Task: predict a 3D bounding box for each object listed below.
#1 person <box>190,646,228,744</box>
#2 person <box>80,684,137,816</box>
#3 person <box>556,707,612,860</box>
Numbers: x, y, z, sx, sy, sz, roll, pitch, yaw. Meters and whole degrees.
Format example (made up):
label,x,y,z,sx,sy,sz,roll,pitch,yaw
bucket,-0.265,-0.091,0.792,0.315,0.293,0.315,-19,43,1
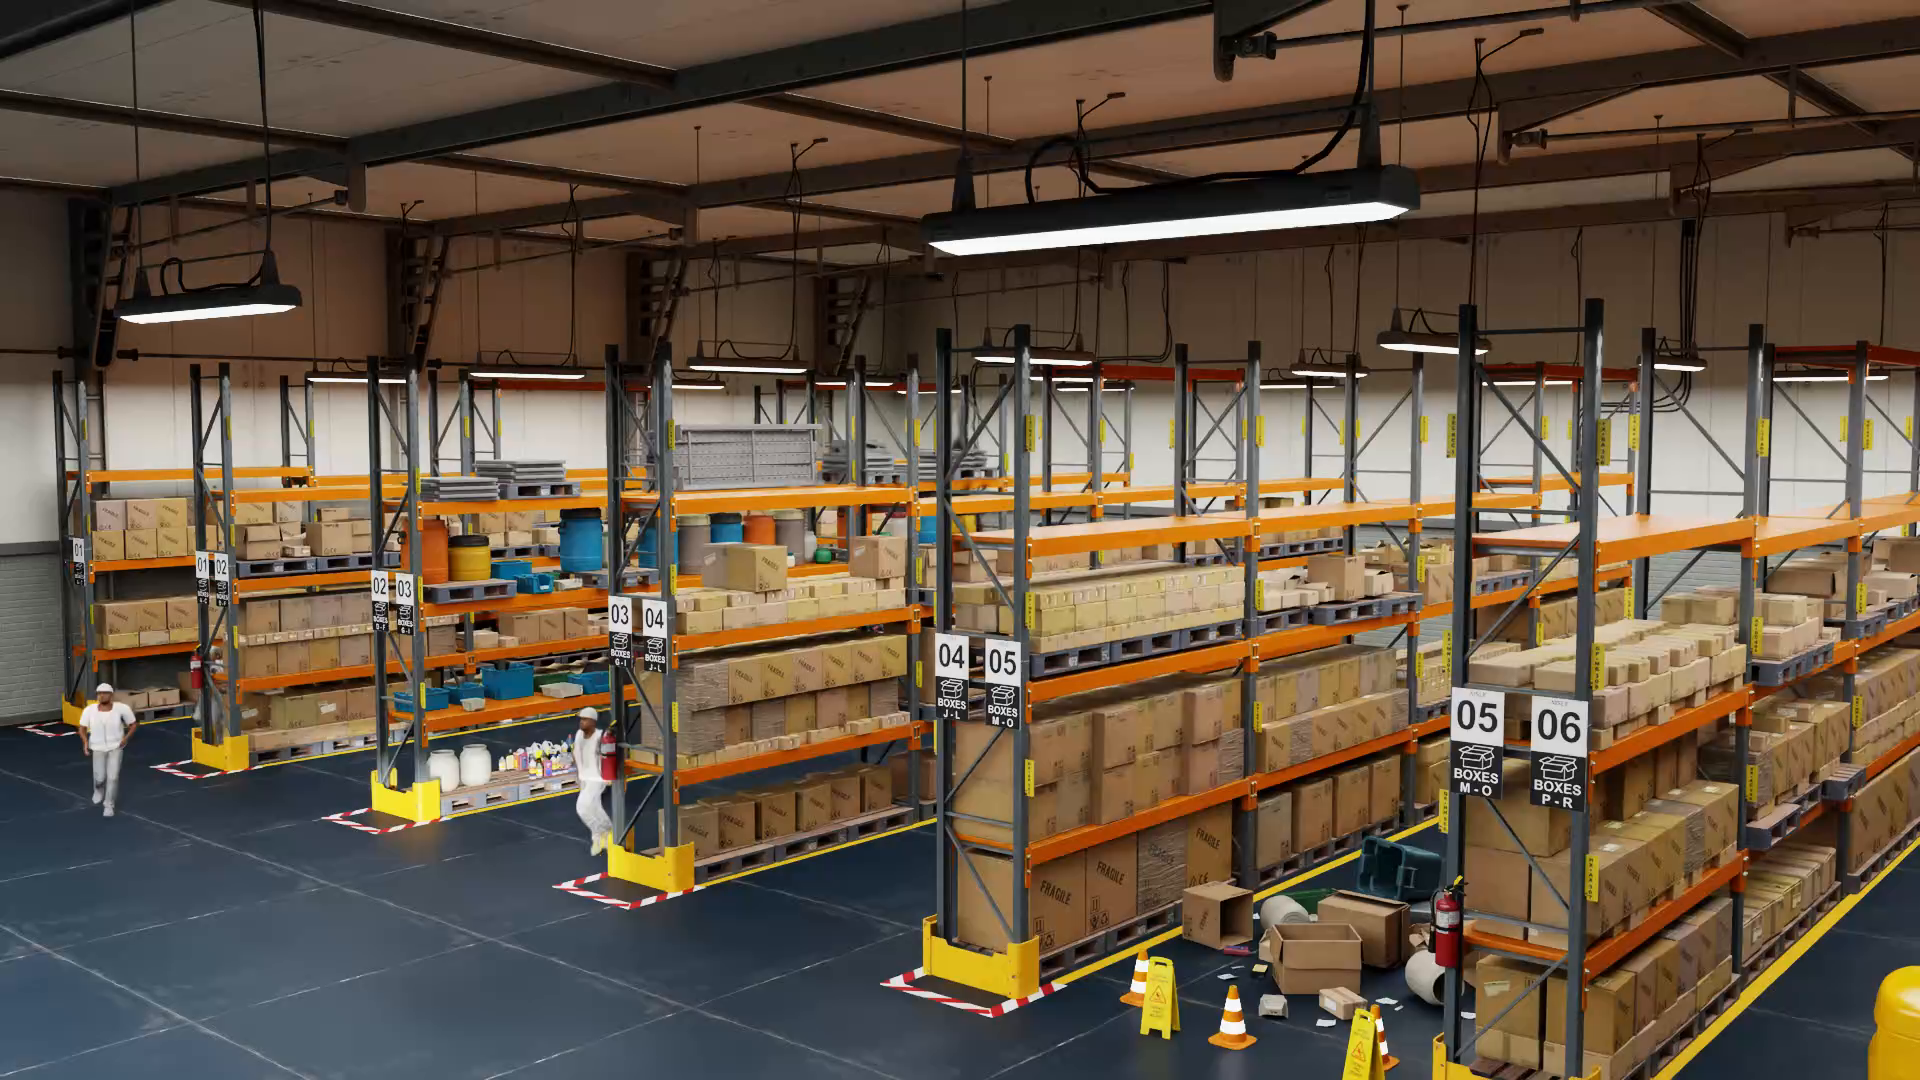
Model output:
label,x,y,z,sx,sy,sz,roll,pitch,yaw
person,-11.825,2.465,26.222,0.596,1.610,0.536,2,4,20
person,-11.139,2.736,21.754,0.686,1.731,0.616,-2,4,-21
person,-4.396,2.859,19.749,0.689,1.779,0.778,4,6,43
